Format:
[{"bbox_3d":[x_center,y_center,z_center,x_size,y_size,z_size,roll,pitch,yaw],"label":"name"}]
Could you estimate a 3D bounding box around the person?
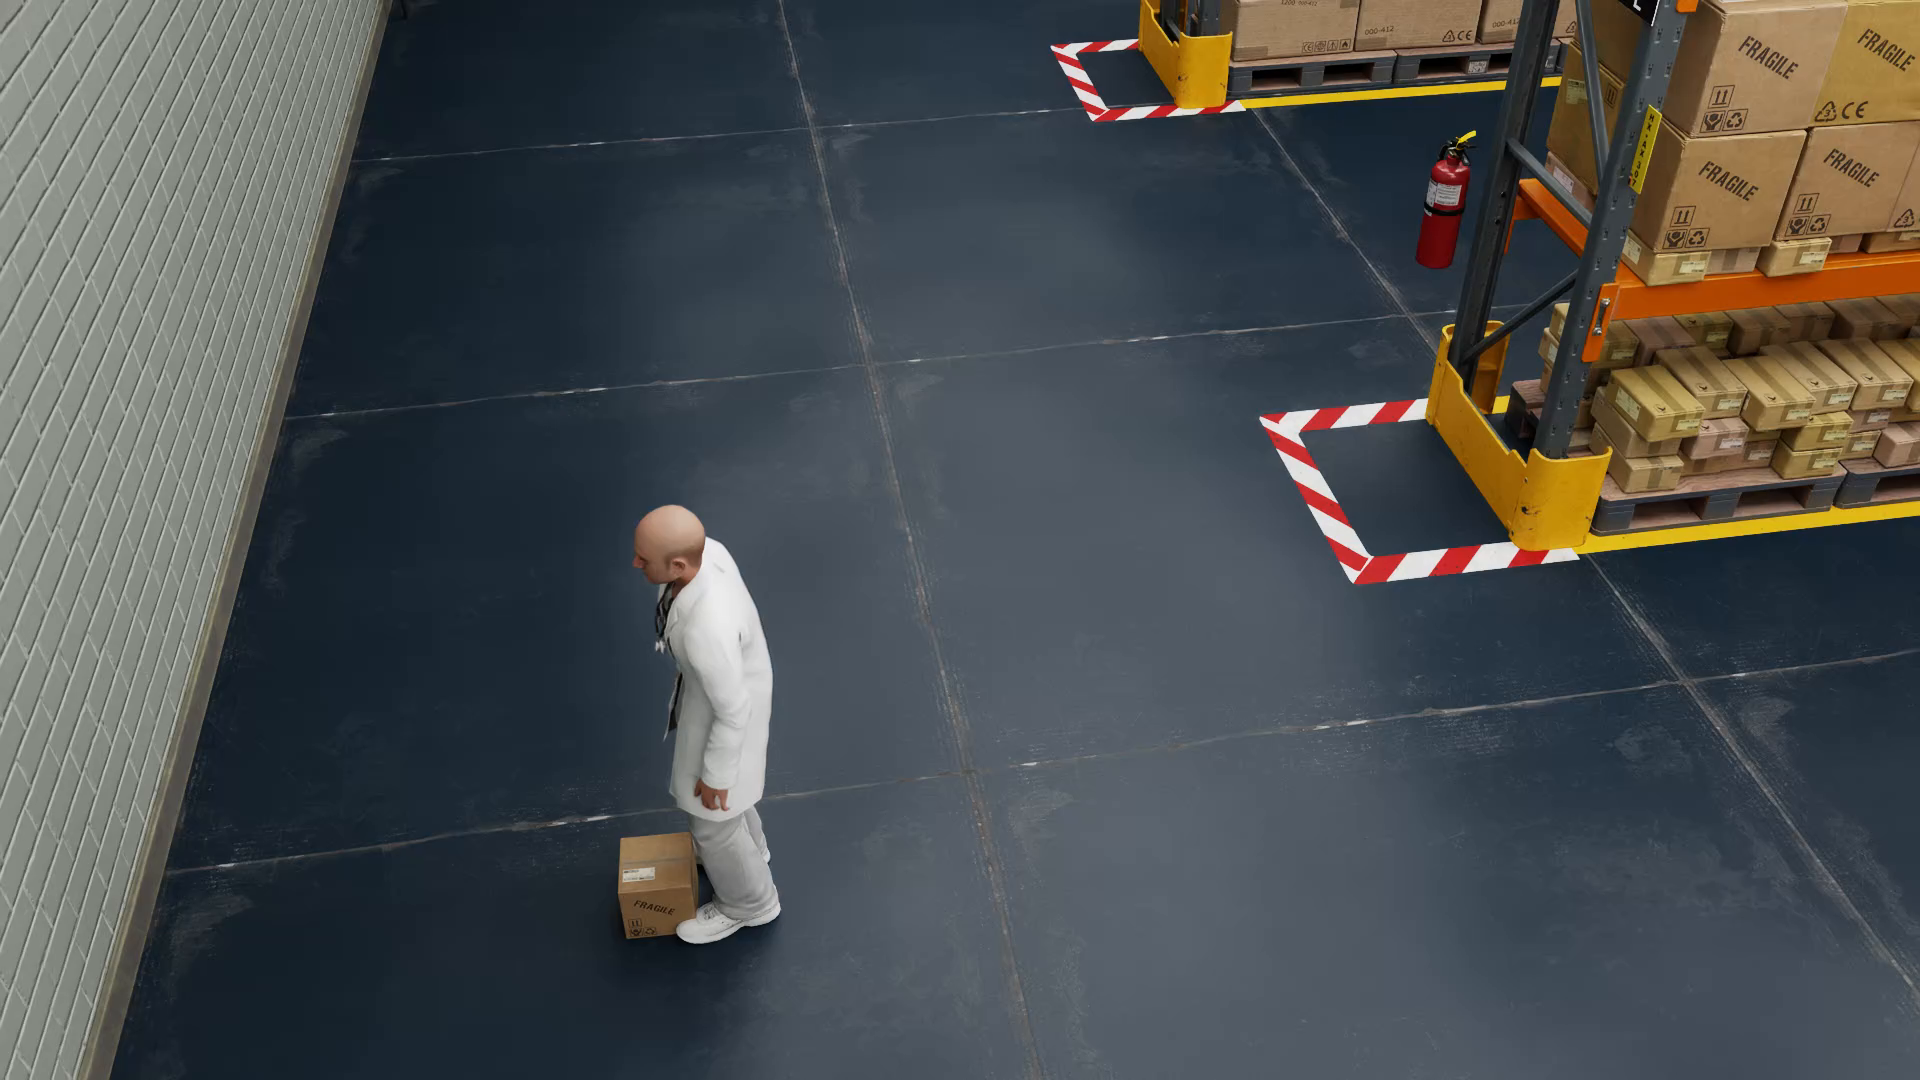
[{"bbox_3d":[-0.813,0.639,5.445,0.425,1.658,0.652,-8,39,-10],"label":"person"}]
